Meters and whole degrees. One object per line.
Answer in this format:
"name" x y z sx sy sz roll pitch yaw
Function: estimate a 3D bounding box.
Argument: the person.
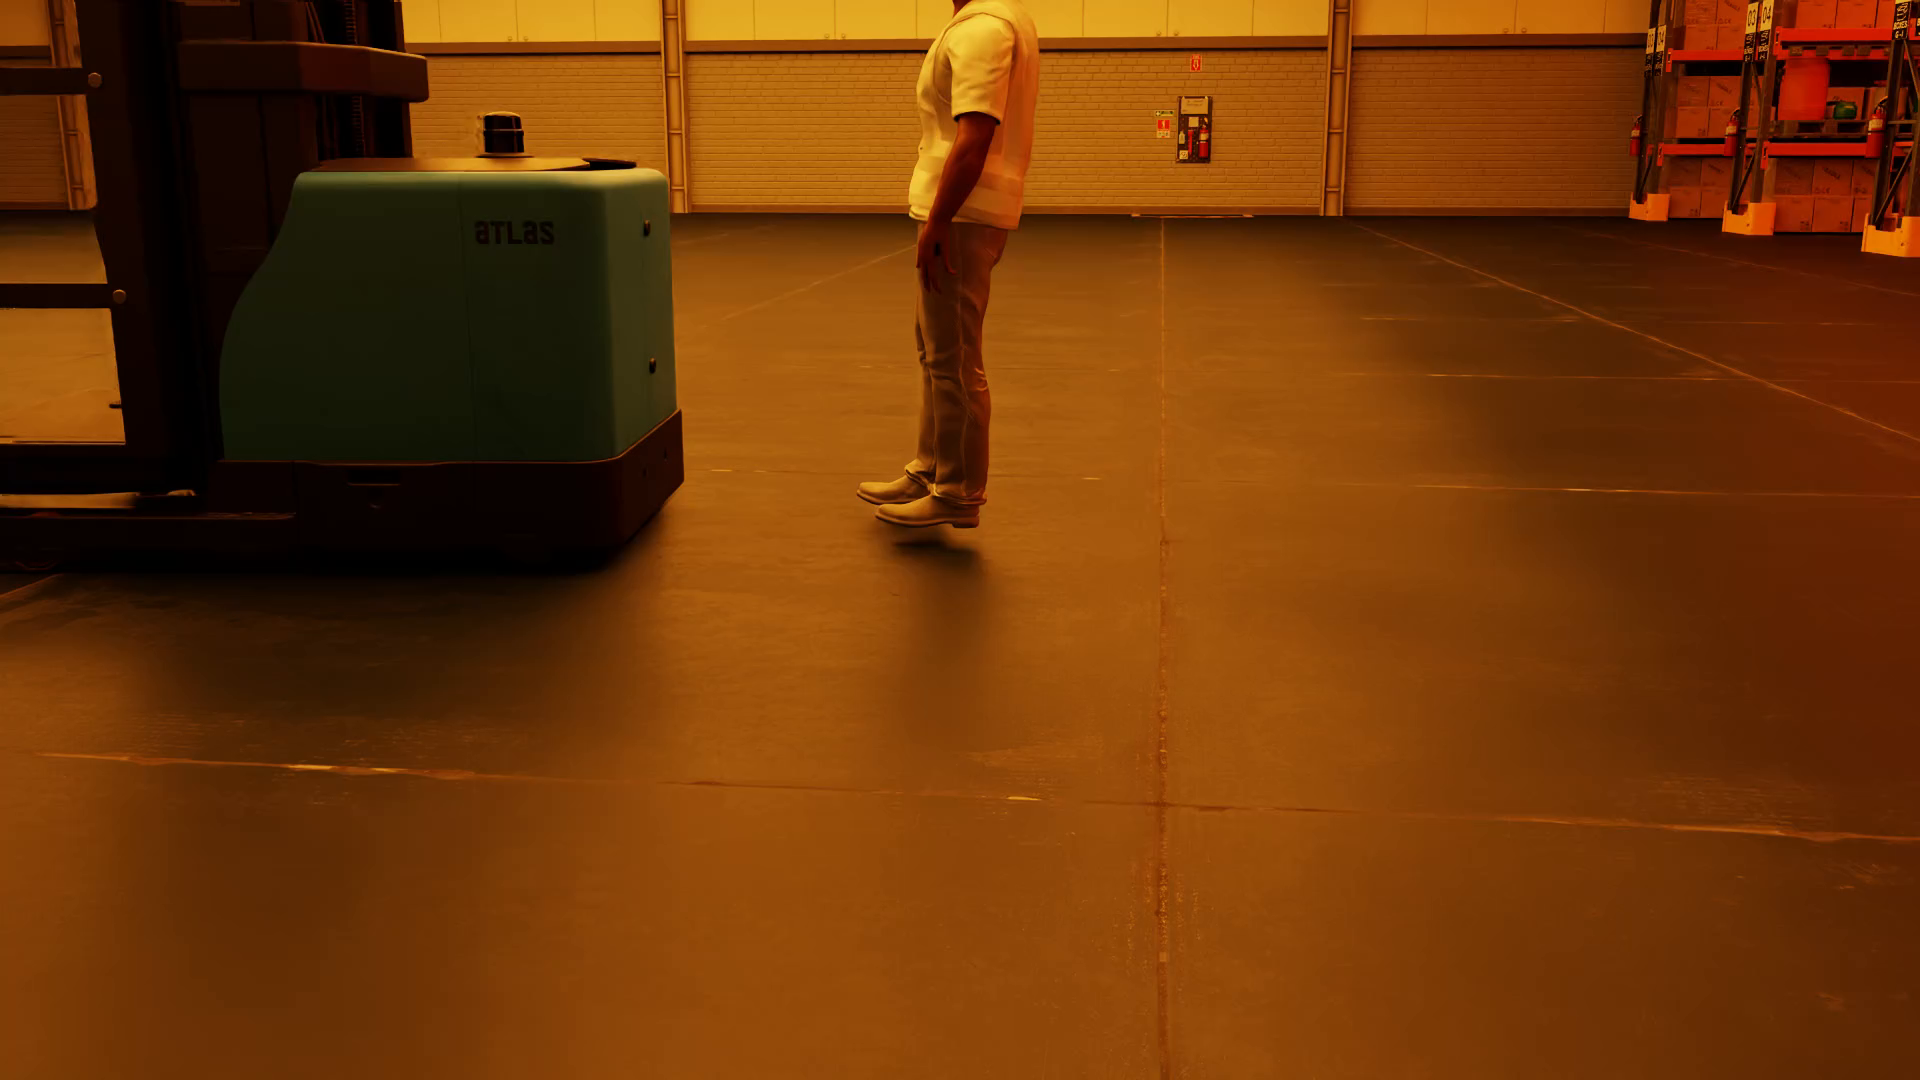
"person" -0.069 -0.909 4.748 0.574 1.767 0.666 2 13 7

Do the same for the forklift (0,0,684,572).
"forklift" -2.431 -1.460 4.754 3.031 2.935 1.130 0 13 2
